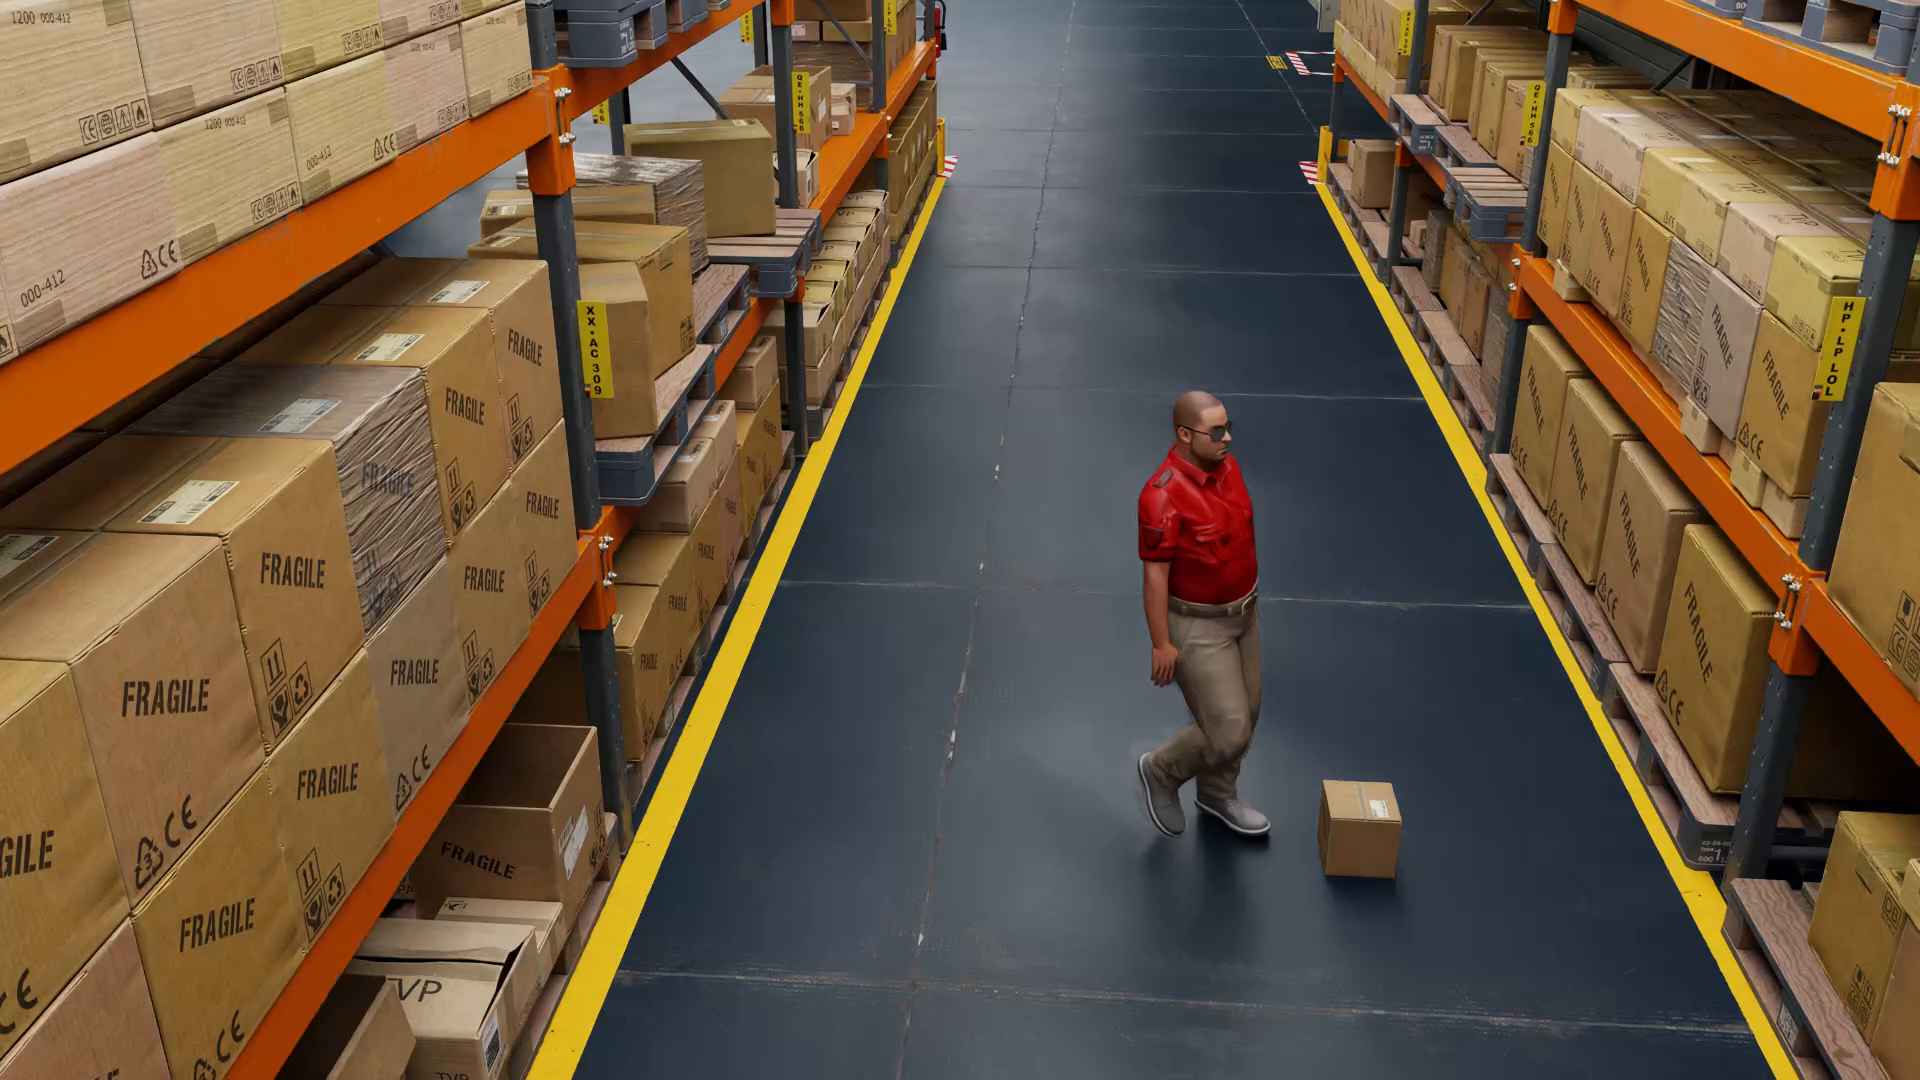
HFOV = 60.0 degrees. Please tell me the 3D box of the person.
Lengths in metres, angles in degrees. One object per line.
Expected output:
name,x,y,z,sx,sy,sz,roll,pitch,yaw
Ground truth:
person,0.908,0.304,5.921,0.479,1.721,0.568,18,30,35
